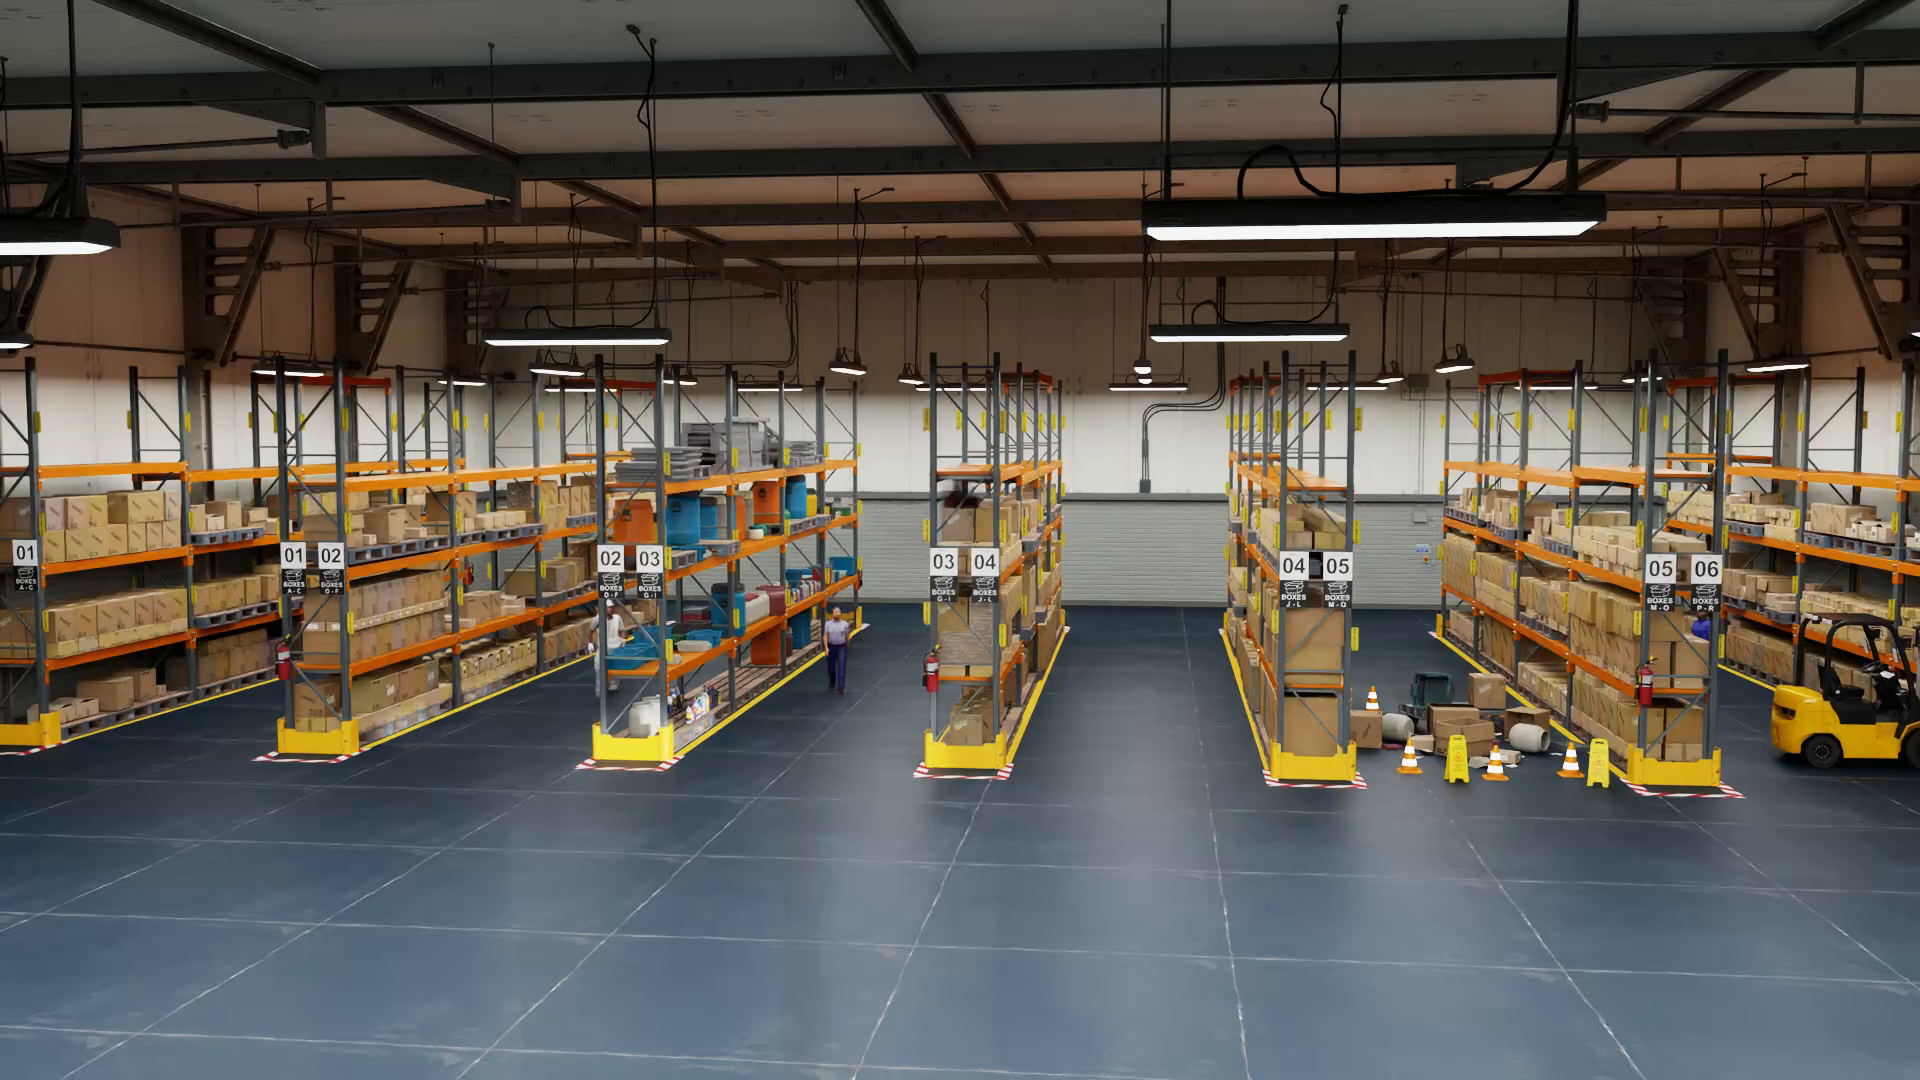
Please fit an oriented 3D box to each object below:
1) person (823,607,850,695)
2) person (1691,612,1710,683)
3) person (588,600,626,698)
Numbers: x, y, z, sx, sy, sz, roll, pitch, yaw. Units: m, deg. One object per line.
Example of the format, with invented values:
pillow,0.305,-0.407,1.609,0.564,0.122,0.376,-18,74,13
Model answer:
person,-2.285,2.040,30.743,0.484,1.588,0.978,0,4,-1
person,13.694,2.033,30.699,0.400,1.603,1.007,3,5,33
person,-6.470,2.004,30.582,0.758,1.809,0.878,0,4,5
